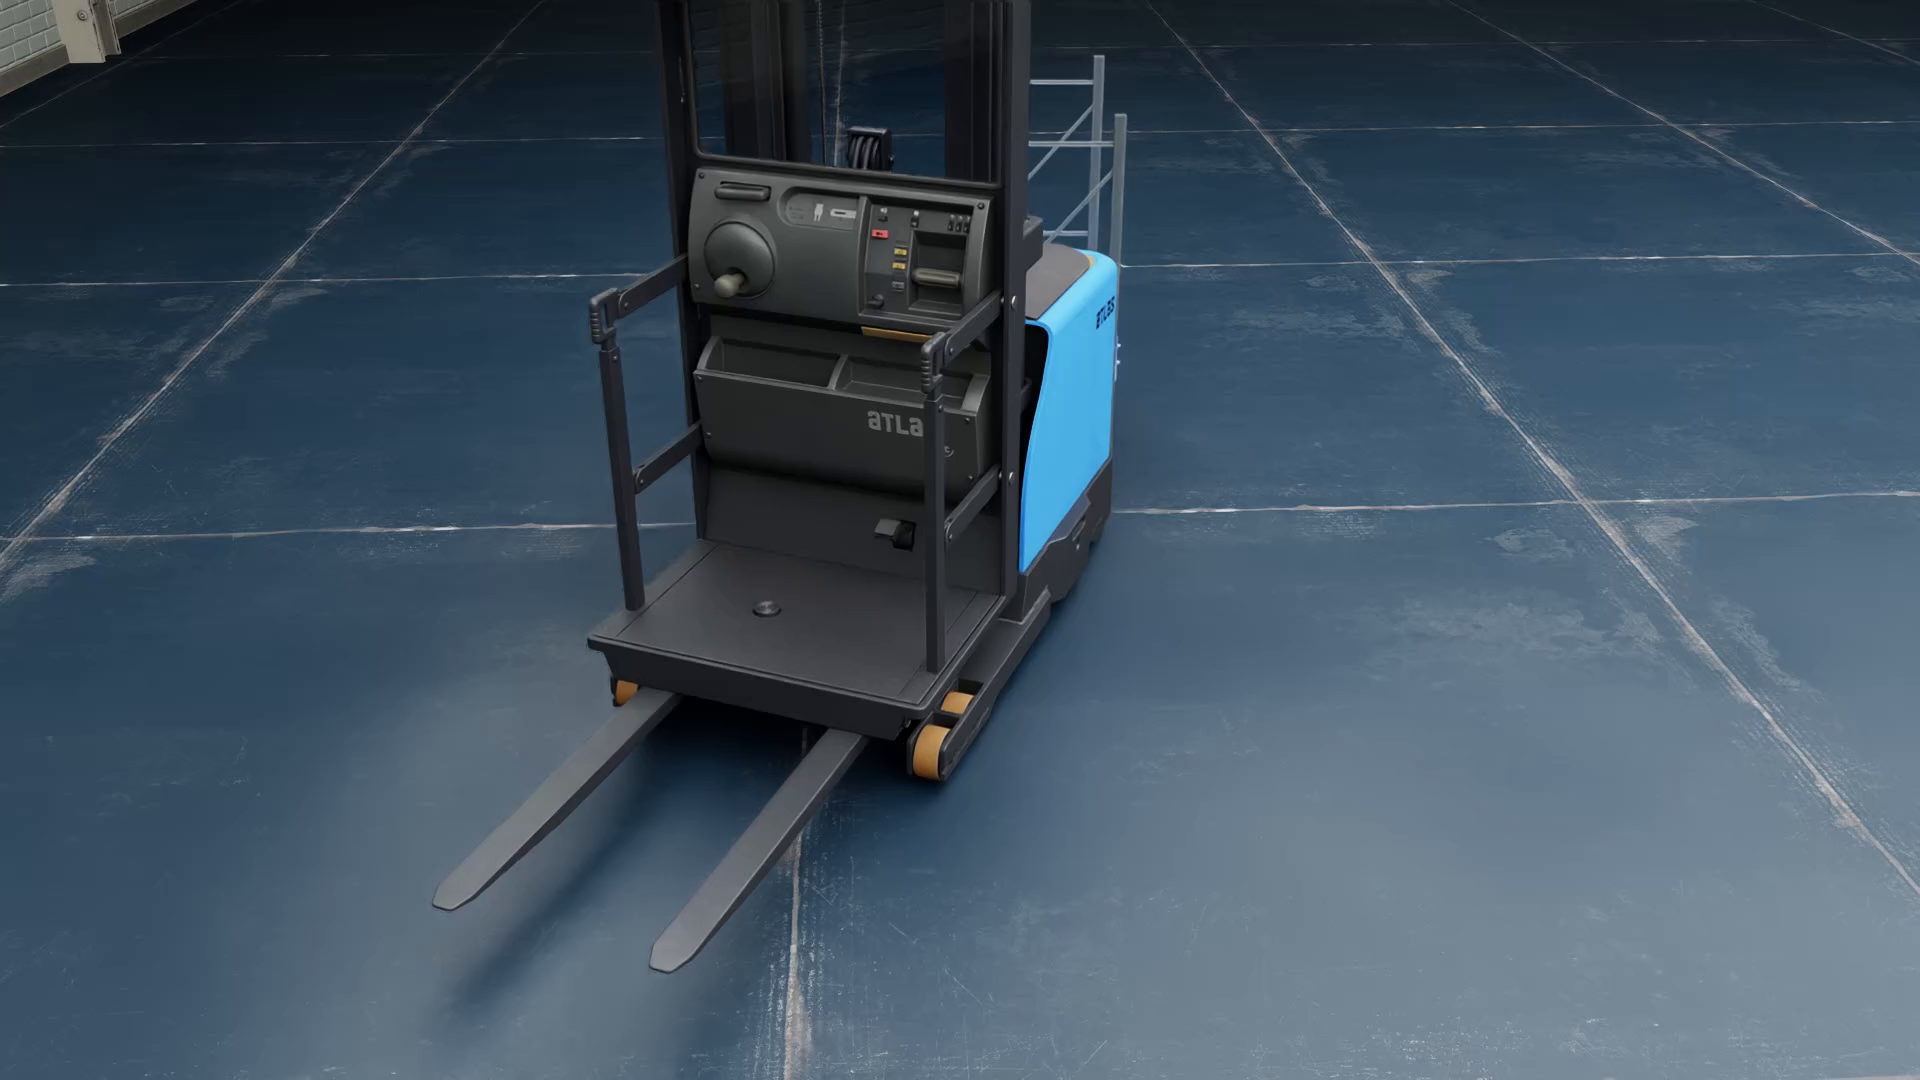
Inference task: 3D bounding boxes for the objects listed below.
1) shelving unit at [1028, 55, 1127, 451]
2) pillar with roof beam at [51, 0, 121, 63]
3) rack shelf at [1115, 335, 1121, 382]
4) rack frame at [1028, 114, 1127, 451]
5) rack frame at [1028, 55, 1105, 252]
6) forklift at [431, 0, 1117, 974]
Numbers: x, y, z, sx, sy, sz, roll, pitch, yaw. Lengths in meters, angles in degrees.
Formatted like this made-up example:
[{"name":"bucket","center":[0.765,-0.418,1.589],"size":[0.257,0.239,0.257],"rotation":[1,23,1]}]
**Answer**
[{"name":"shelving unit","center":[0.341,-1.078,6.695],"size":[0.538,1.500,1.048],"rotation":[0,28,0]},{"name":"pillar with roof beam","center":[-3.030,-8.174,12.190],"size":[9.100,9.000,0.400],"rotation":[-1,28,-3]},{"name":"rack shelf","center":[0.341,-0.918,6.778],"size":[0.538,0.185,1.000],"rotation":[0,28,0]},{"name":"rack frame","center":[0.341,-0.843,6.244],"size":[0.500,1.500,0.032],"rotation":[0,28,0]},{"name":"rack frame","center":[0.341,-1.313,7.146],"size":[0.500,1.500,0.032],"rotation":[0,28,0]},{"name":"forklift","center":[-0.435,-0.809,4.631],"size":[1.130,2.935,3.031],"rotation":[10,29,19]}]
